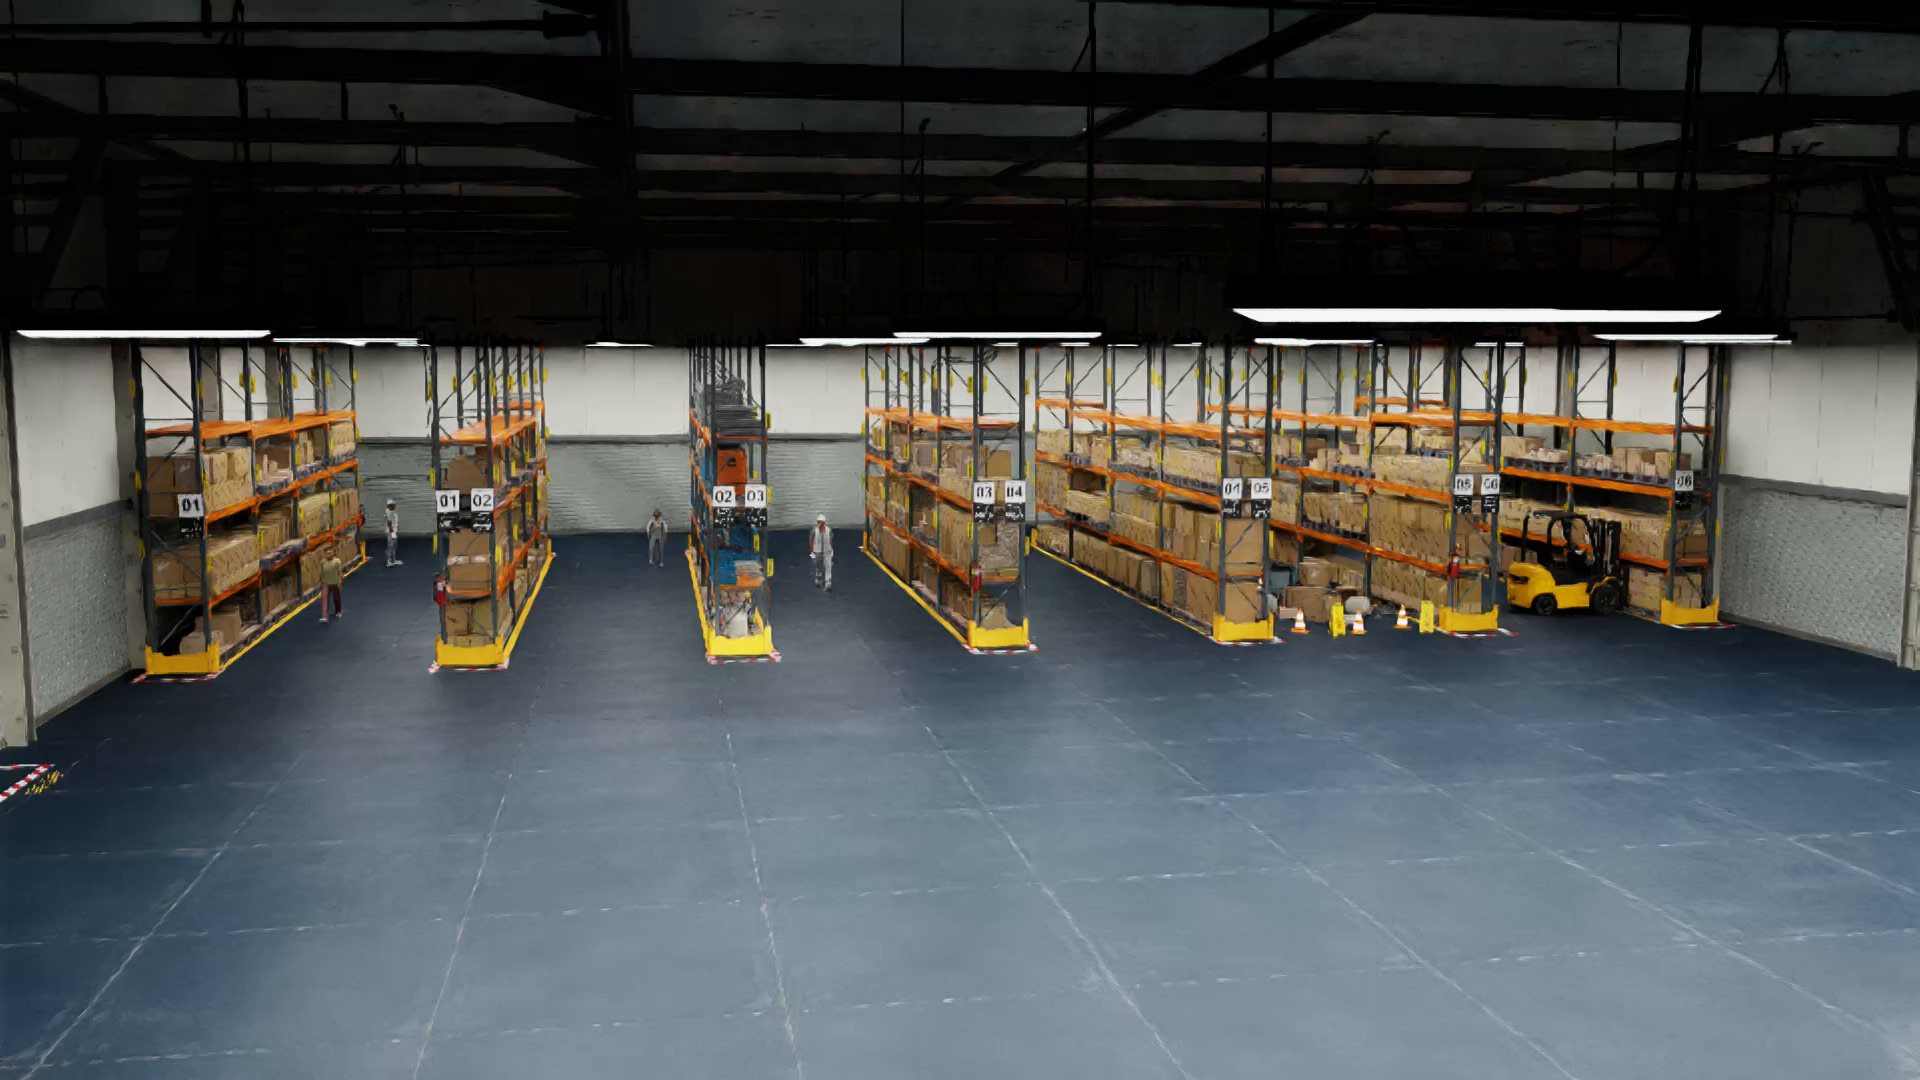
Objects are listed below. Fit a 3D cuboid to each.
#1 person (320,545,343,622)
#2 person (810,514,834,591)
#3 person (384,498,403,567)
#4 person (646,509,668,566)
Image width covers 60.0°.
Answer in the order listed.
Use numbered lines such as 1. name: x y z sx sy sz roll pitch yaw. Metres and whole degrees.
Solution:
1. person: -13.262 0.900 35.103 0.445 1.590 1.110 -1 7 -13
2. person: -3.132 0.264 37.712 0.553 1.708 1.119 -1 7 -8
3. person: -14.997 -0.216 43.937 0.388 1.787 0.687 -1 7 -11
4. person: -8.017 -0.050 43.981 0.566 1.500 0.508 -1 7 -13
